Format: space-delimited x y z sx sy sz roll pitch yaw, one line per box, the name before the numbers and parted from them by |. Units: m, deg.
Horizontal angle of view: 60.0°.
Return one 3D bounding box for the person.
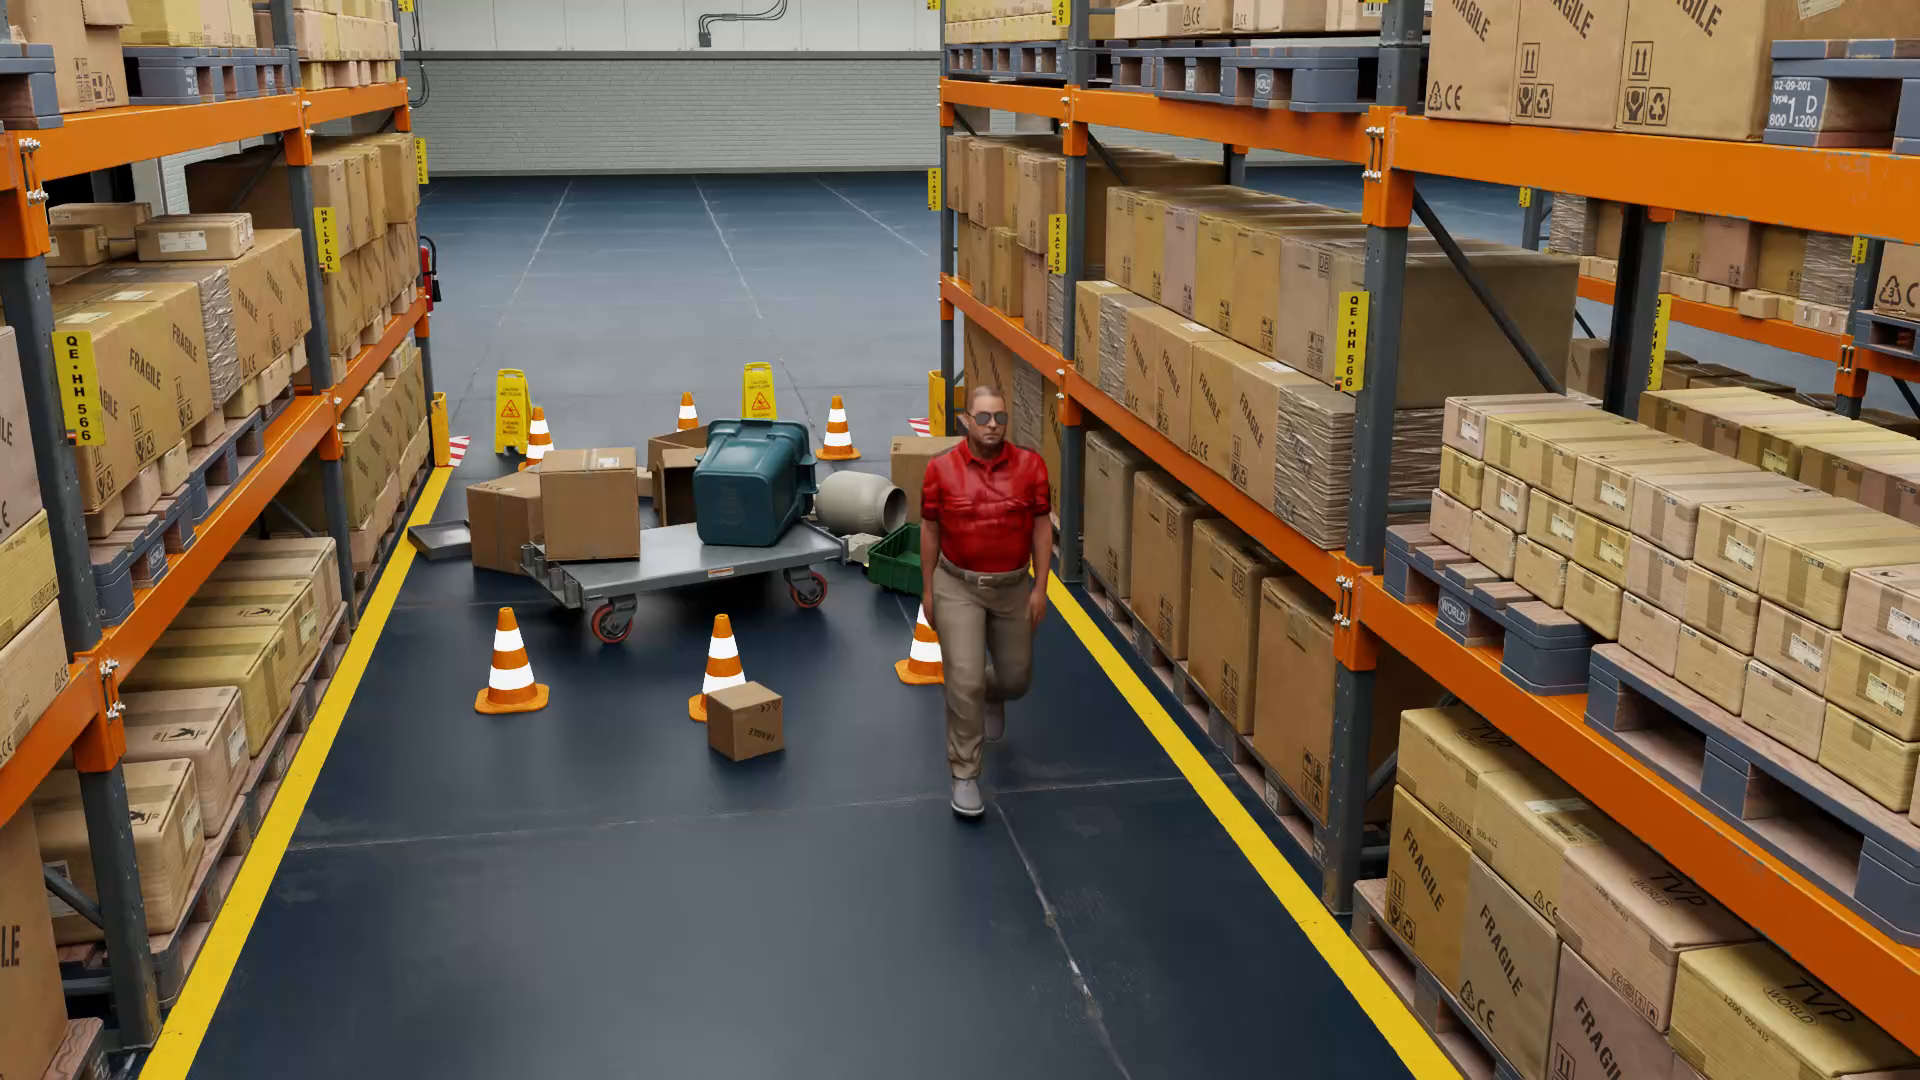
person | 0.104 0.189 6.887 0.536 1.694 0.872 -3 16 -9
